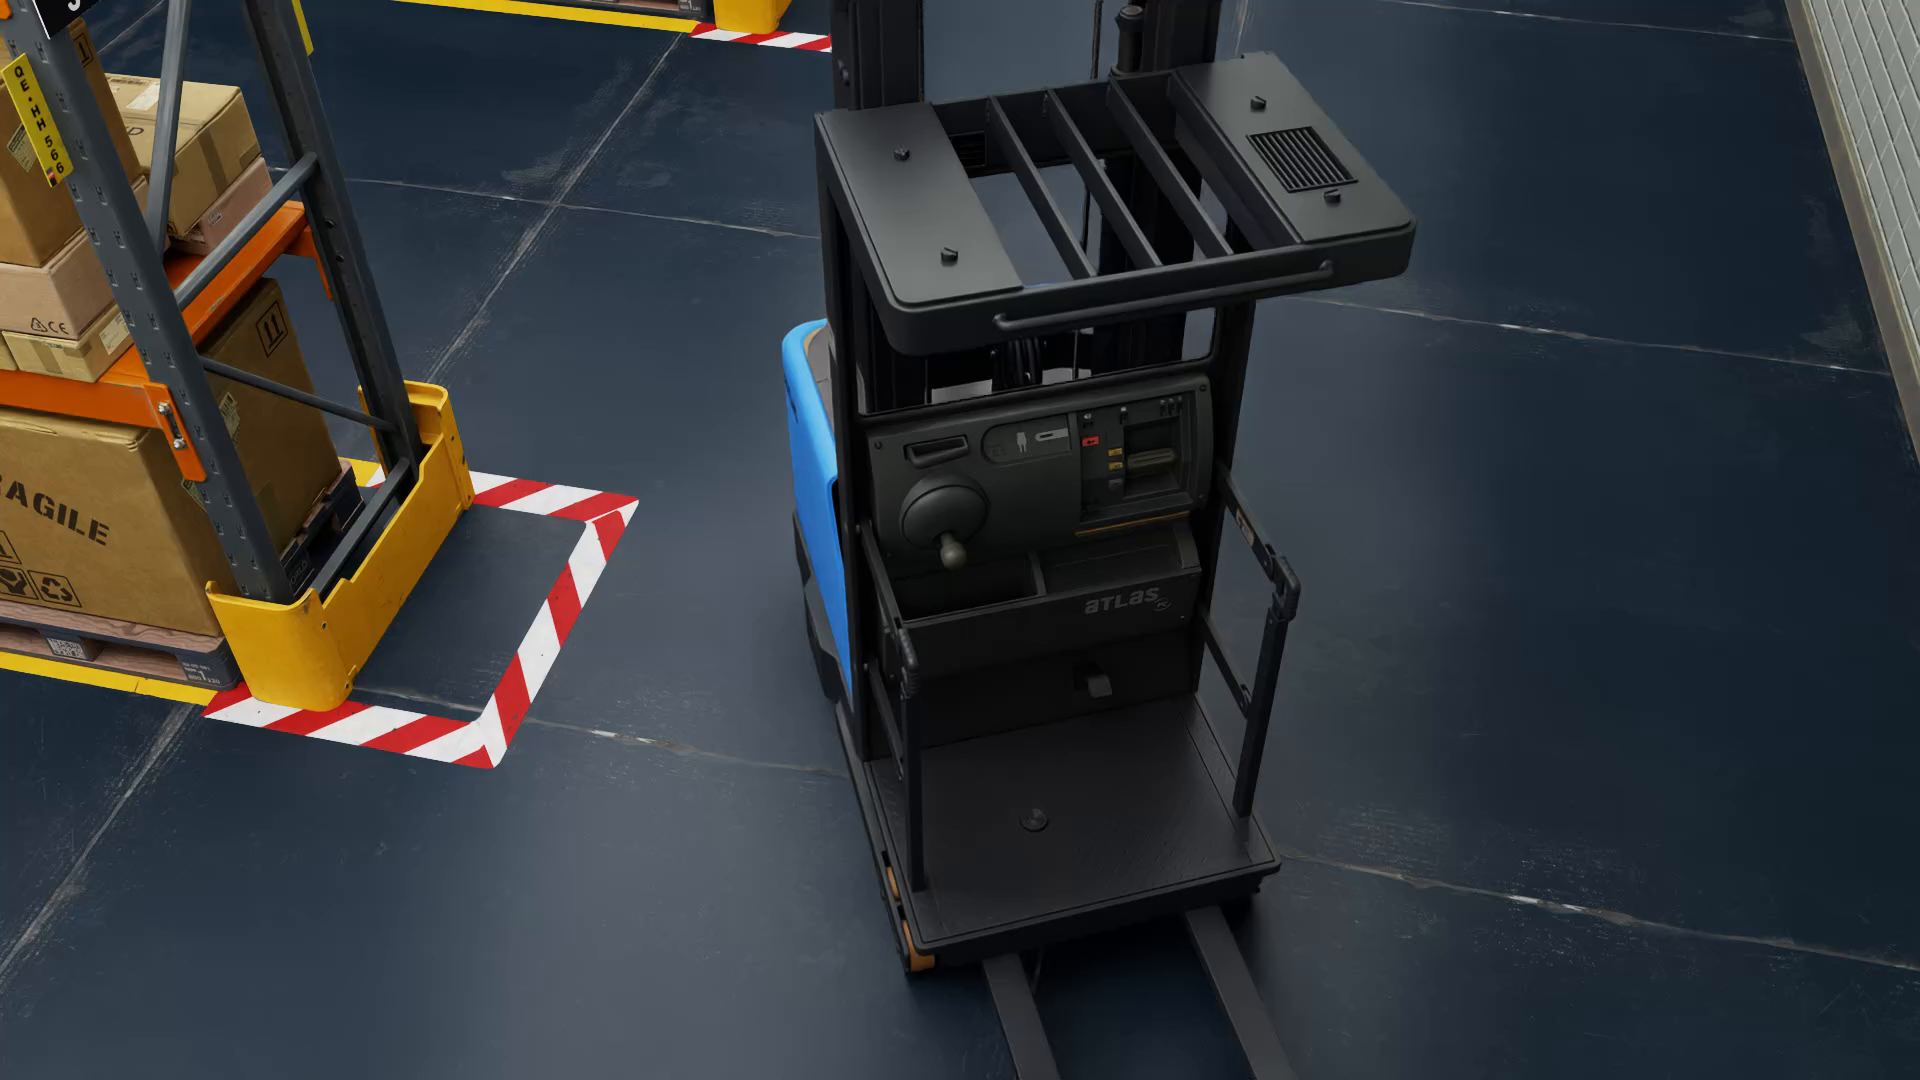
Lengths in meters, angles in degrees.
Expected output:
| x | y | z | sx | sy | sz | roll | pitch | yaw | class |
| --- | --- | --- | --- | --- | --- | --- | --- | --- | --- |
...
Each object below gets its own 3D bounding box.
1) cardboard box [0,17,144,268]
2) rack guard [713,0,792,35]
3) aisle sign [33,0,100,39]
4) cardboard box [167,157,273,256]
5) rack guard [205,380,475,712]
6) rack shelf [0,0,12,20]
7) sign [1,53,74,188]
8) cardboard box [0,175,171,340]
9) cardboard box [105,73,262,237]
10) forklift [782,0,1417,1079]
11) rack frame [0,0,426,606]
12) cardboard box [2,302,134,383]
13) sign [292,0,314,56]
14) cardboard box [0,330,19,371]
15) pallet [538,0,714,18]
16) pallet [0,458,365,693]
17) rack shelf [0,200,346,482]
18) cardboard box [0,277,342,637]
| x | y | z | sx | sy | sz | roll | pitch | yaw | class |
| --- | --- | --- | --- | --- | --- | --- | --- | --- | --- |
| -2.711 | -1.132 | 4.616 | 0.500 | 0.500 | 0.500 | 9 | 45 | 10 | cardboard box |
| -1.070 | -3.370 | 9.390 | 0.348 | 0.500 | 1.175 | 9 | 45 | 9 | rack guard |
| -2.174 | -1.636 | 3.912 | 0.004 | 0.787 | 0.394 | 9 | 45 | 9 | aisle sign |
| -2.453 | -1.100 | 5.411 | 0.250 | 0.149 | 0.380 | 9 | 45 | 10 | cardboard box |
| -2.155 | -0.009 | 5.899 | 0.348 | 0.500 | 1.175 | 9 | 45 | 9 | rack guard |
| -4.130 | -2.038 | 4.560 | 4.000 | 0.370 | 1.077 | 9 | 45 | 9 | rack shelf |
| -2.310 | -1.051 | 4.173 | 0.005 | 0.325 | 0.100 | 9 | 45 | 9 | sign |
| -2.709 | -0.860 | 4.874 | 0.500 | 0.250 | 0.500 | 8 | 45 | 8 | cardboard box |
| -2.588 | -1.222 | 5.250 | 0.500 | 0.250 | 0.500 | 8 | 44 | 8 | cardboard box |
| 0.281 | -0.088 | 4.228 | 1.130 | 2.935 | 3.031 | -11 | 45 | -11 | forklift |
| -2.178 | -0.913 | 5.036 | 0.127 | 3.000 | 1.000 | 9 | 45 | 9 | rack frame |
| -2.598 | -0.654 | 4.947 | 0.250 | 0.149 | 0.380 | 10 | 45 | 10 | cardboard box |
| -2.051 | -1.628 | 5.097 | 0.005 | 0.325 | 0.100 | 9 | 45 | 9 | sign |
| -2.852 | -0.692 | 4.987 | 0.250 | 0.149 | 0.380 | 9 | 45 | 9 | cardboard box |
| -1.893 | -3.412 | 9.642 | 1.213 | 0.211 | 1.003 | 9 | 45 | 9 | pallet |
| -2.976 | 0.023 | 6.074 | 1.213 | 0.211 | 1.003 | 9 | 45 | 9 | pallet |
| -4.130 | -0.957 | 5.600 | 4.000 | 0.370 | 1.077 | 9 | 45 | 9 | rack shelf |
| -2.820 | -0.342 | 5.671 | 0.875 | 0.875 | 0.875 | 9 | 45 | 9 | cardboard box |
